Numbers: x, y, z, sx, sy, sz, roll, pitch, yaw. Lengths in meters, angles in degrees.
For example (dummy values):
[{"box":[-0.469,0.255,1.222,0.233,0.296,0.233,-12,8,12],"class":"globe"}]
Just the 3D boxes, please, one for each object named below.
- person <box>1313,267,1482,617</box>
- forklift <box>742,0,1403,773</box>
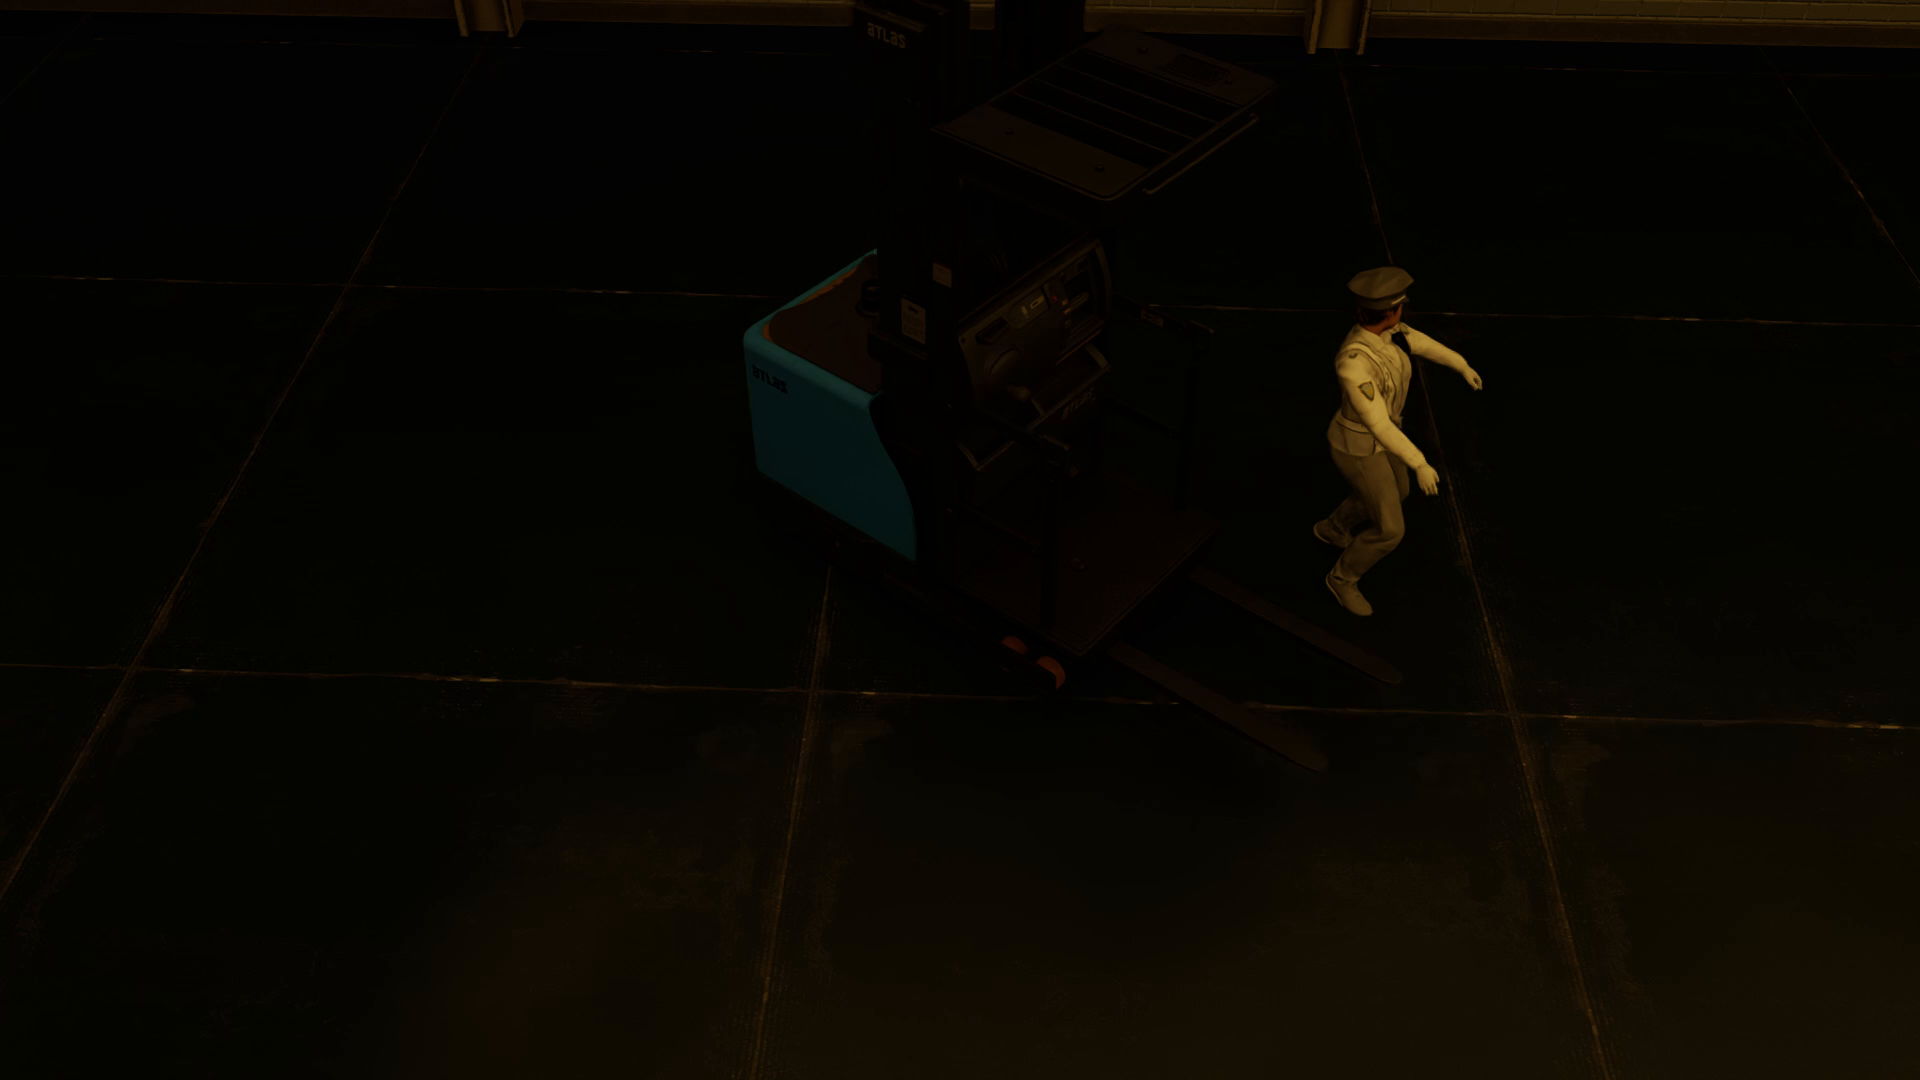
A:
[{"box":[1.899,-0.447,7.320,0.615,1.614,0.810,21,46,21],"class":"person"},{"box":[0.477,-0.823,6.644,3.031,2.935,1.130,29,50,28],"class":"forklift"}]
